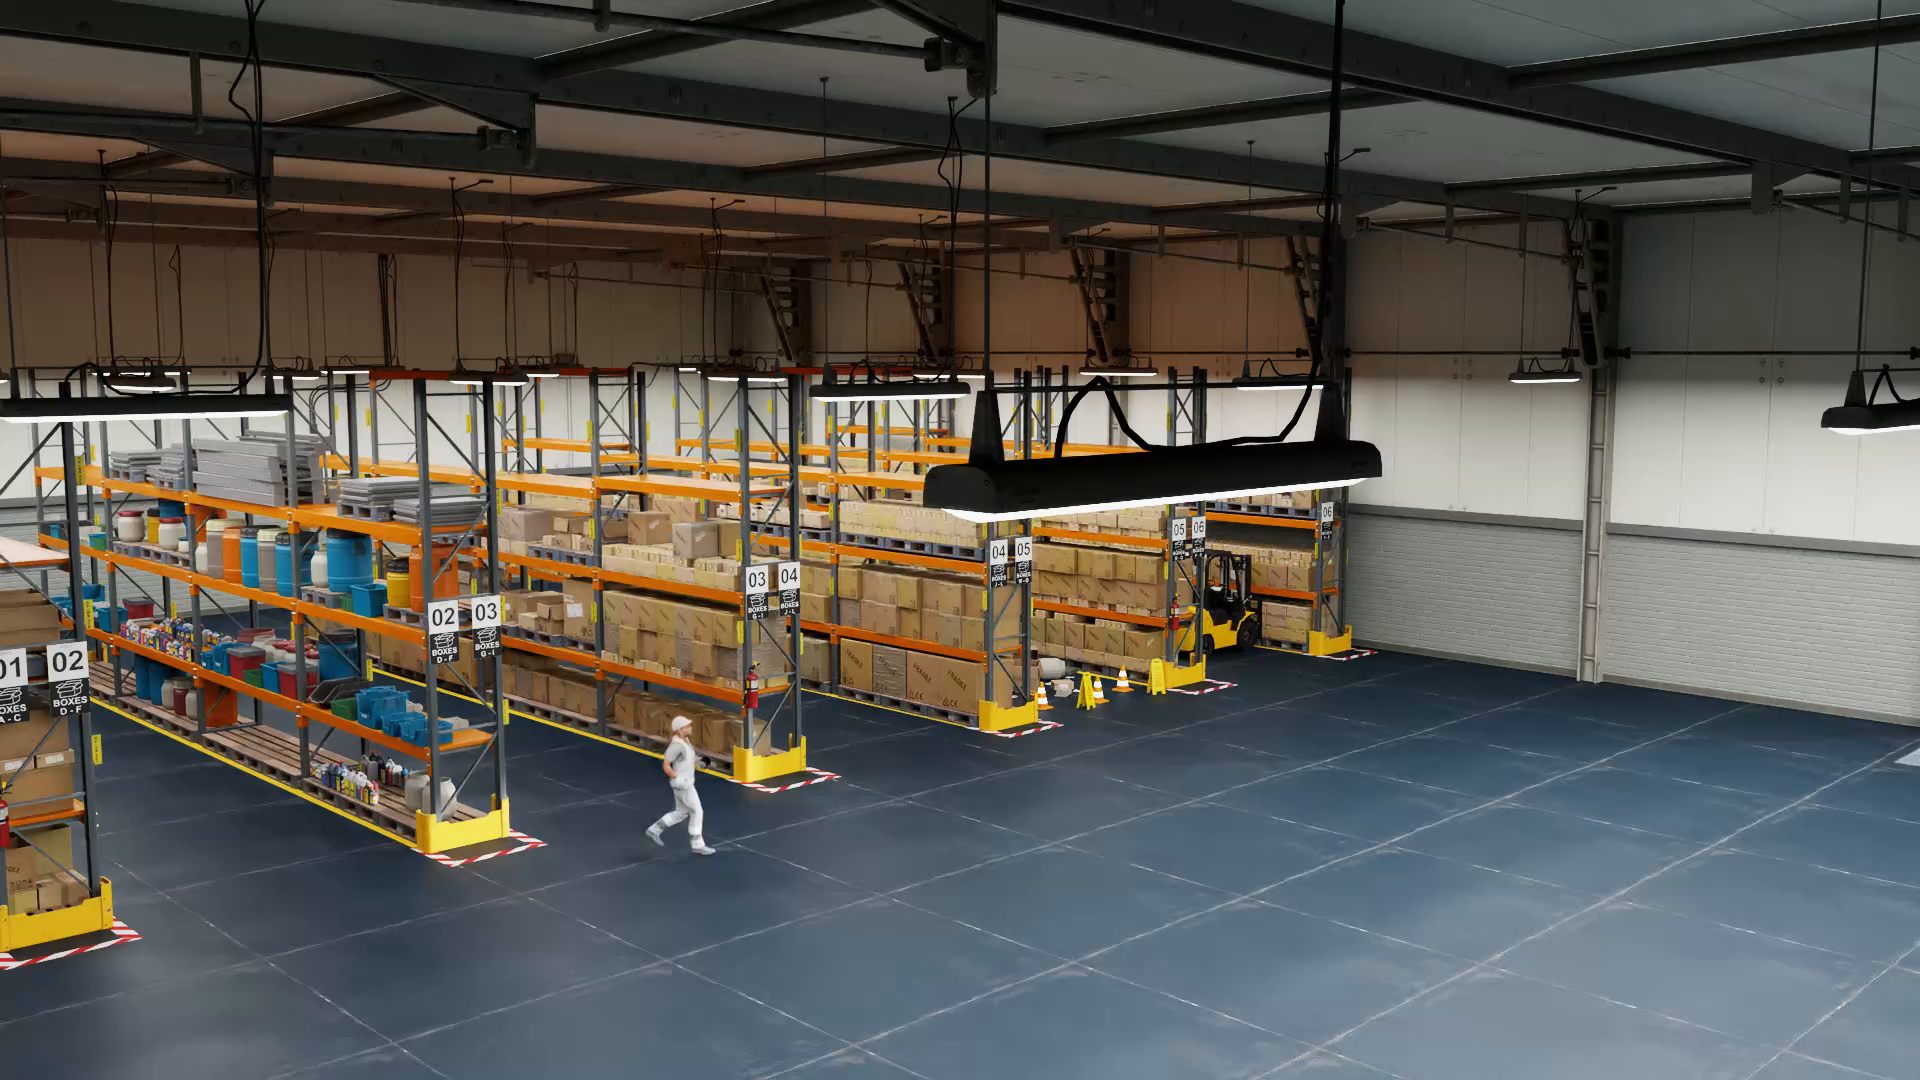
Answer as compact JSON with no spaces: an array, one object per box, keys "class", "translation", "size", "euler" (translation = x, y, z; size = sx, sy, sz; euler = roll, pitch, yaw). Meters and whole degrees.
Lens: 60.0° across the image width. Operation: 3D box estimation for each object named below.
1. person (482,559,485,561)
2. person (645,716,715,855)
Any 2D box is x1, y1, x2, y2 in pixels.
[{"class":"person","translation":[-10.981,1.262,37.729],"size":[0.632,1.699,0.643],"euler":[-4,7,-29]},{"class":"person","translation":[-3.540,3.090,20.958],"size":[0.877,1.787,0.643],"euler":[-1,7,-8]}]
